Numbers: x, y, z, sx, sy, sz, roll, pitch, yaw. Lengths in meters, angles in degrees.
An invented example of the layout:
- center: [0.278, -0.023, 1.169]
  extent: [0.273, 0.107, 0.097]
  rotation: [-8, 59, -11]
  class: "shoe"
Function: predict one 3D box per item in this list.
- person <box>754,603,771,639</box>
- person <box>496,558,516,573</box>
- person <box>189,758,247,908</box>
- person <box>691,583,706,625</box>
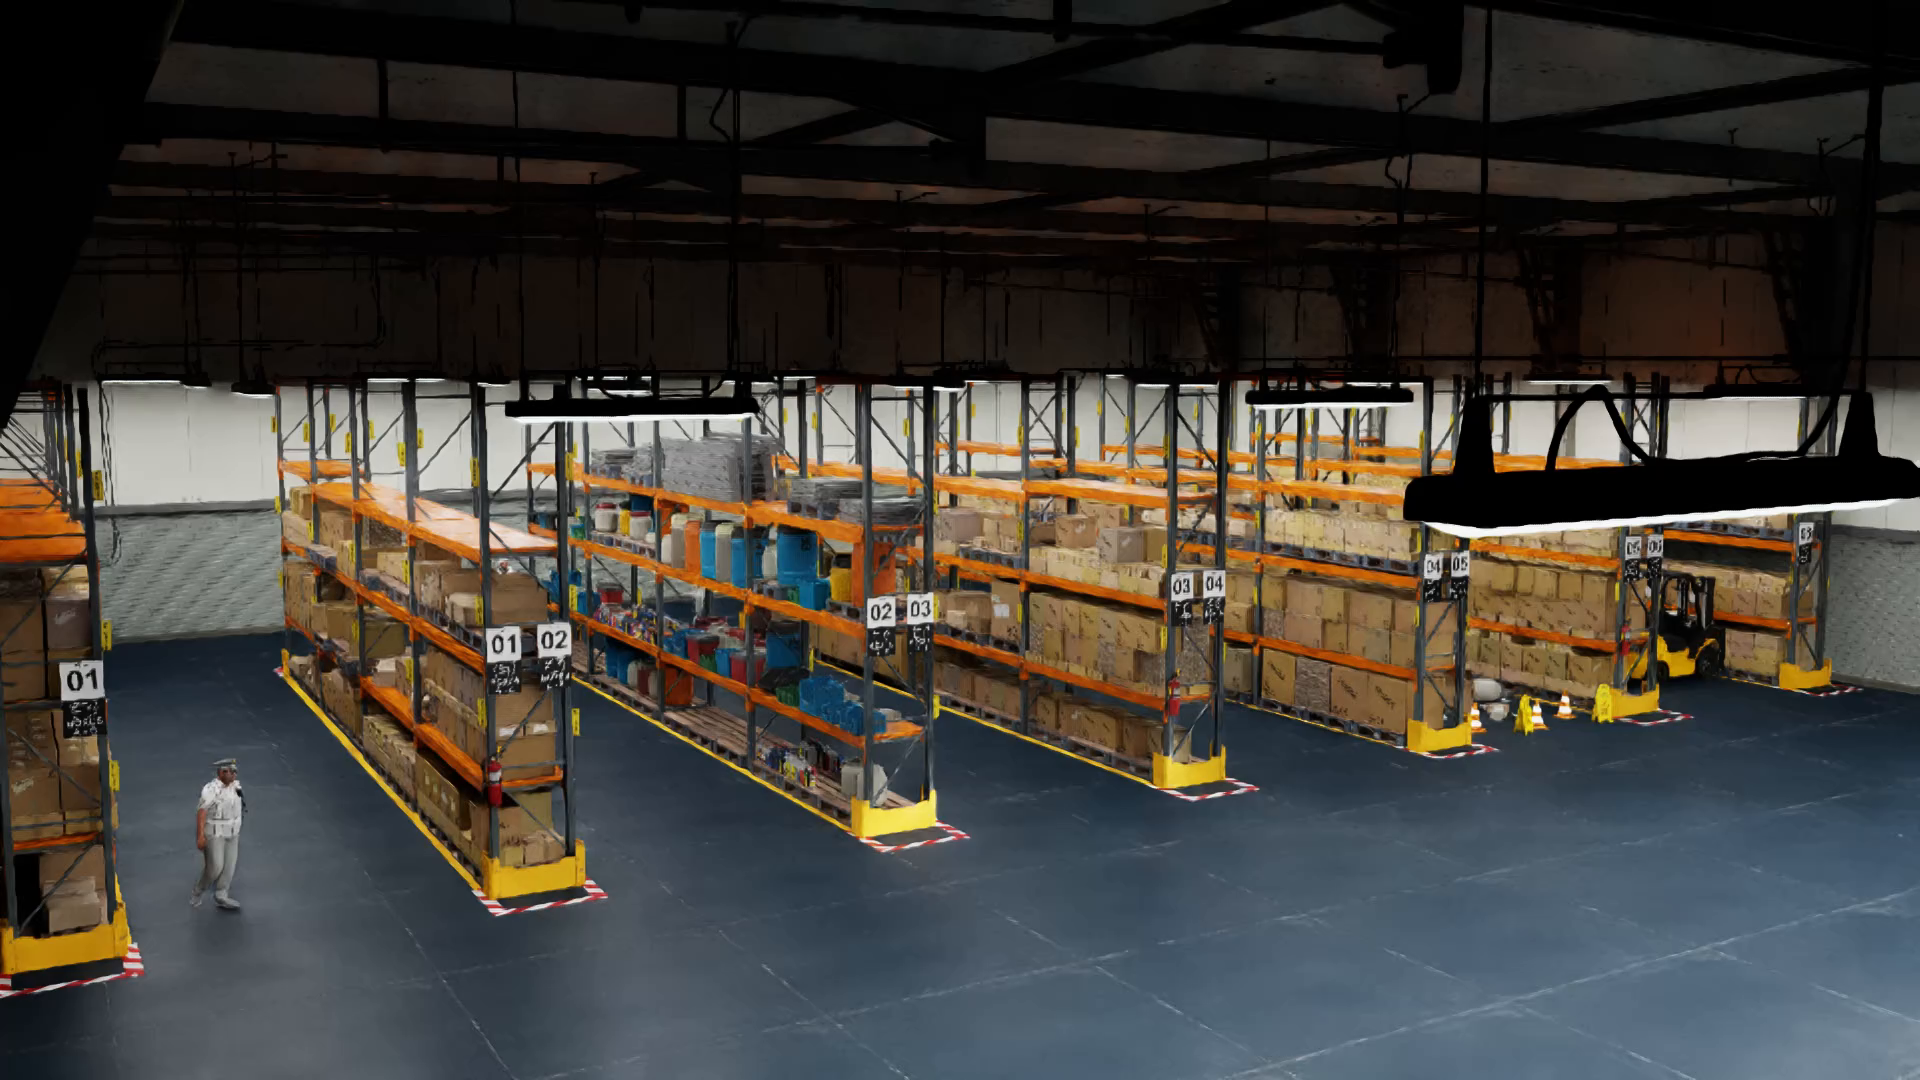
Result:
- center: [-4.192, 1.601, 34.764]
  extent: [0.638, 1.724, 0.509]
  rotation: [3, 7, 29]
  class: "person"
- center: [-10.690, 1.199, 39.160]
  extent: [0.570, 1.722, 0.955]
  rotation: [-1, 6, -10]
  class: "person"
- center: [-8.576, 3.371, 19.166]
  extent: [0.558, 1.753, 0.607]
  rotation: [3, 7, 23]
  class: "person"
- center: [-5.995, 1.320, 38.208]
  extent: [0.483, 1.665, 0.647]
  rotation: [-5, 8, -36]
  class: "person"
